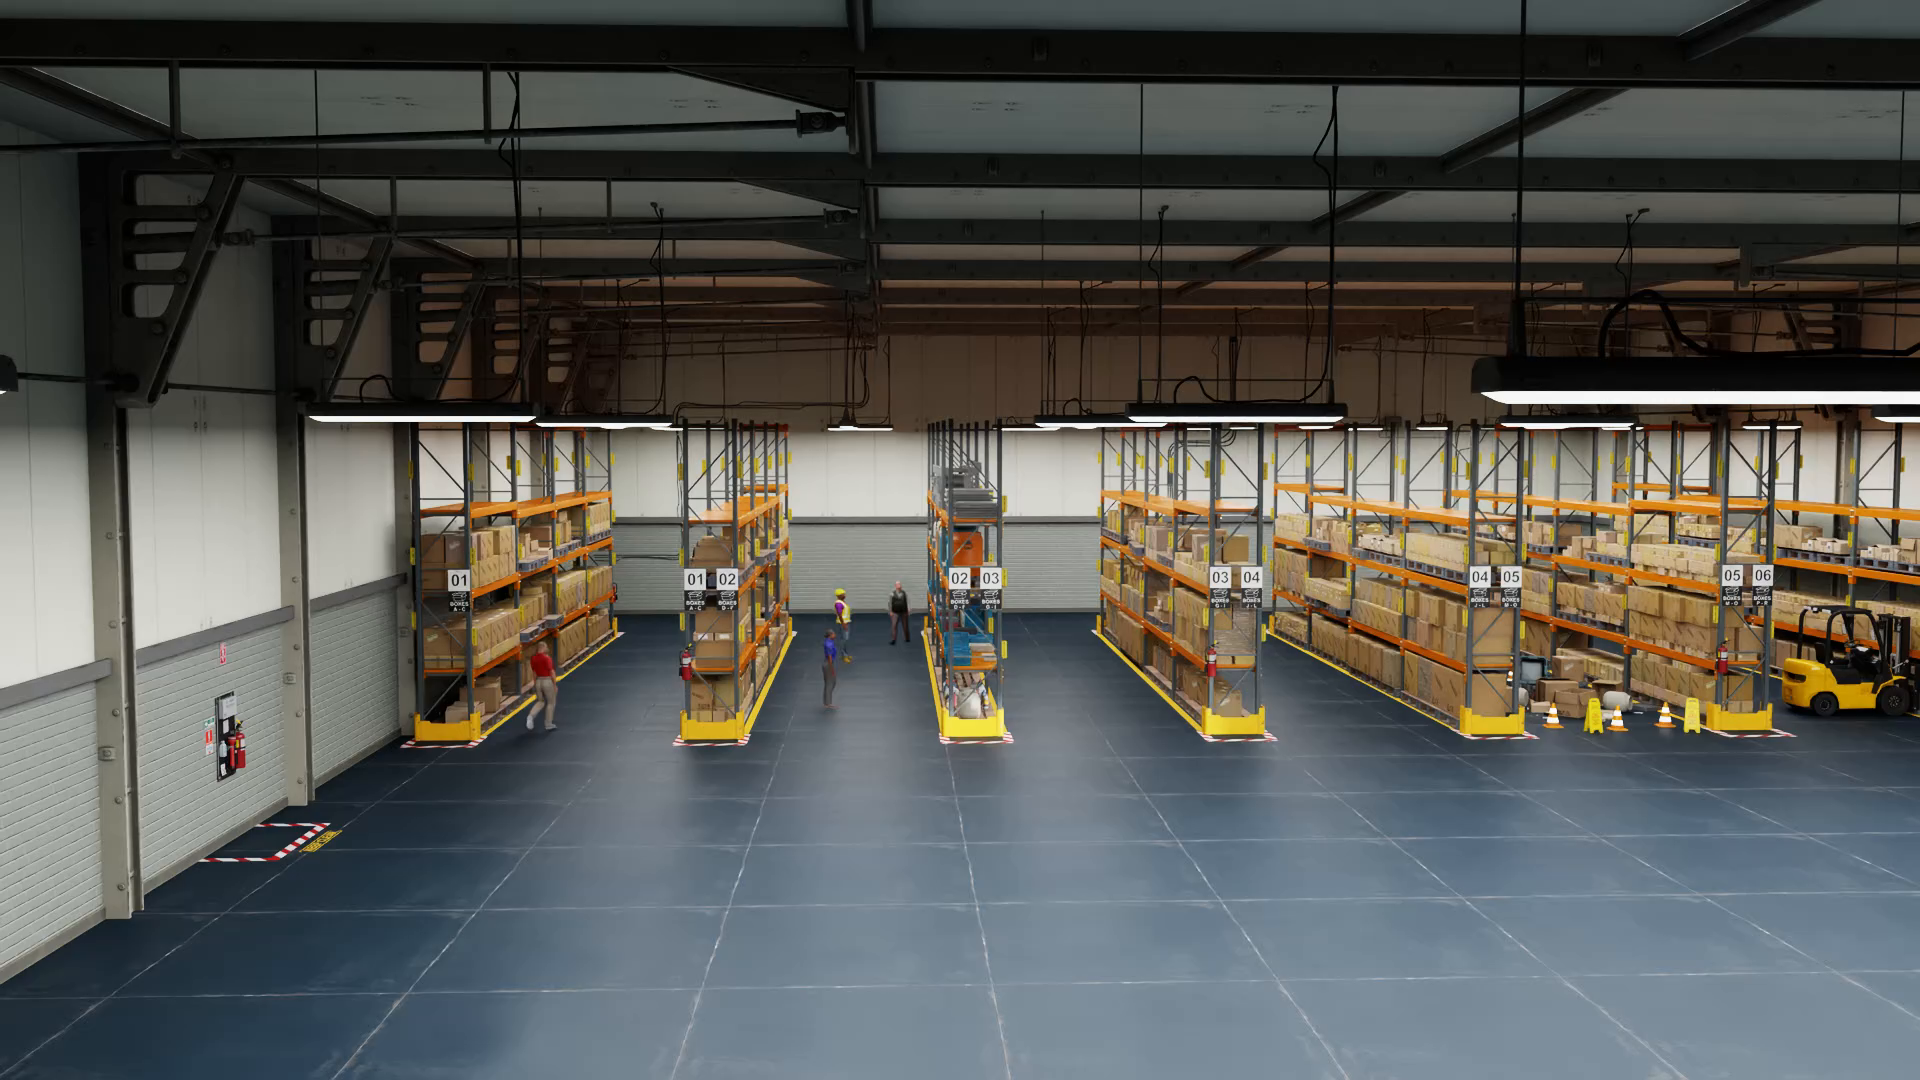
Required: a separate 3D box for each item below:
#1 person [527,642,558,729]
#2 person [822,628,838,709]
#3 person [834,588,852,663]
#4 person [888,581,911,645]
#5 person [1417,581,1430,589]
[{"bbox_3d":[-7.997,2.803,31.981,0.553,1.711,0.619,2,4,28],"label":"person"},{"bbox_3d":[-2.727,2.709,34.748,0.327,1.734,0.532,-1,4,-8],"label":"person"},{"bbox_3d":[-2.870,2.117,41.347,0.511,1.833,0.605,2,4,23],"label":"person"},{"bbox_3d":[-1.584,1.937,43.992,0.669,1.661,1.023,1,4,17],"label":"person"},{"bbox_3d":[13.824,1.677,49.634,1.094,1.735,0.603,-1,4,-12],"label":"person"}]
